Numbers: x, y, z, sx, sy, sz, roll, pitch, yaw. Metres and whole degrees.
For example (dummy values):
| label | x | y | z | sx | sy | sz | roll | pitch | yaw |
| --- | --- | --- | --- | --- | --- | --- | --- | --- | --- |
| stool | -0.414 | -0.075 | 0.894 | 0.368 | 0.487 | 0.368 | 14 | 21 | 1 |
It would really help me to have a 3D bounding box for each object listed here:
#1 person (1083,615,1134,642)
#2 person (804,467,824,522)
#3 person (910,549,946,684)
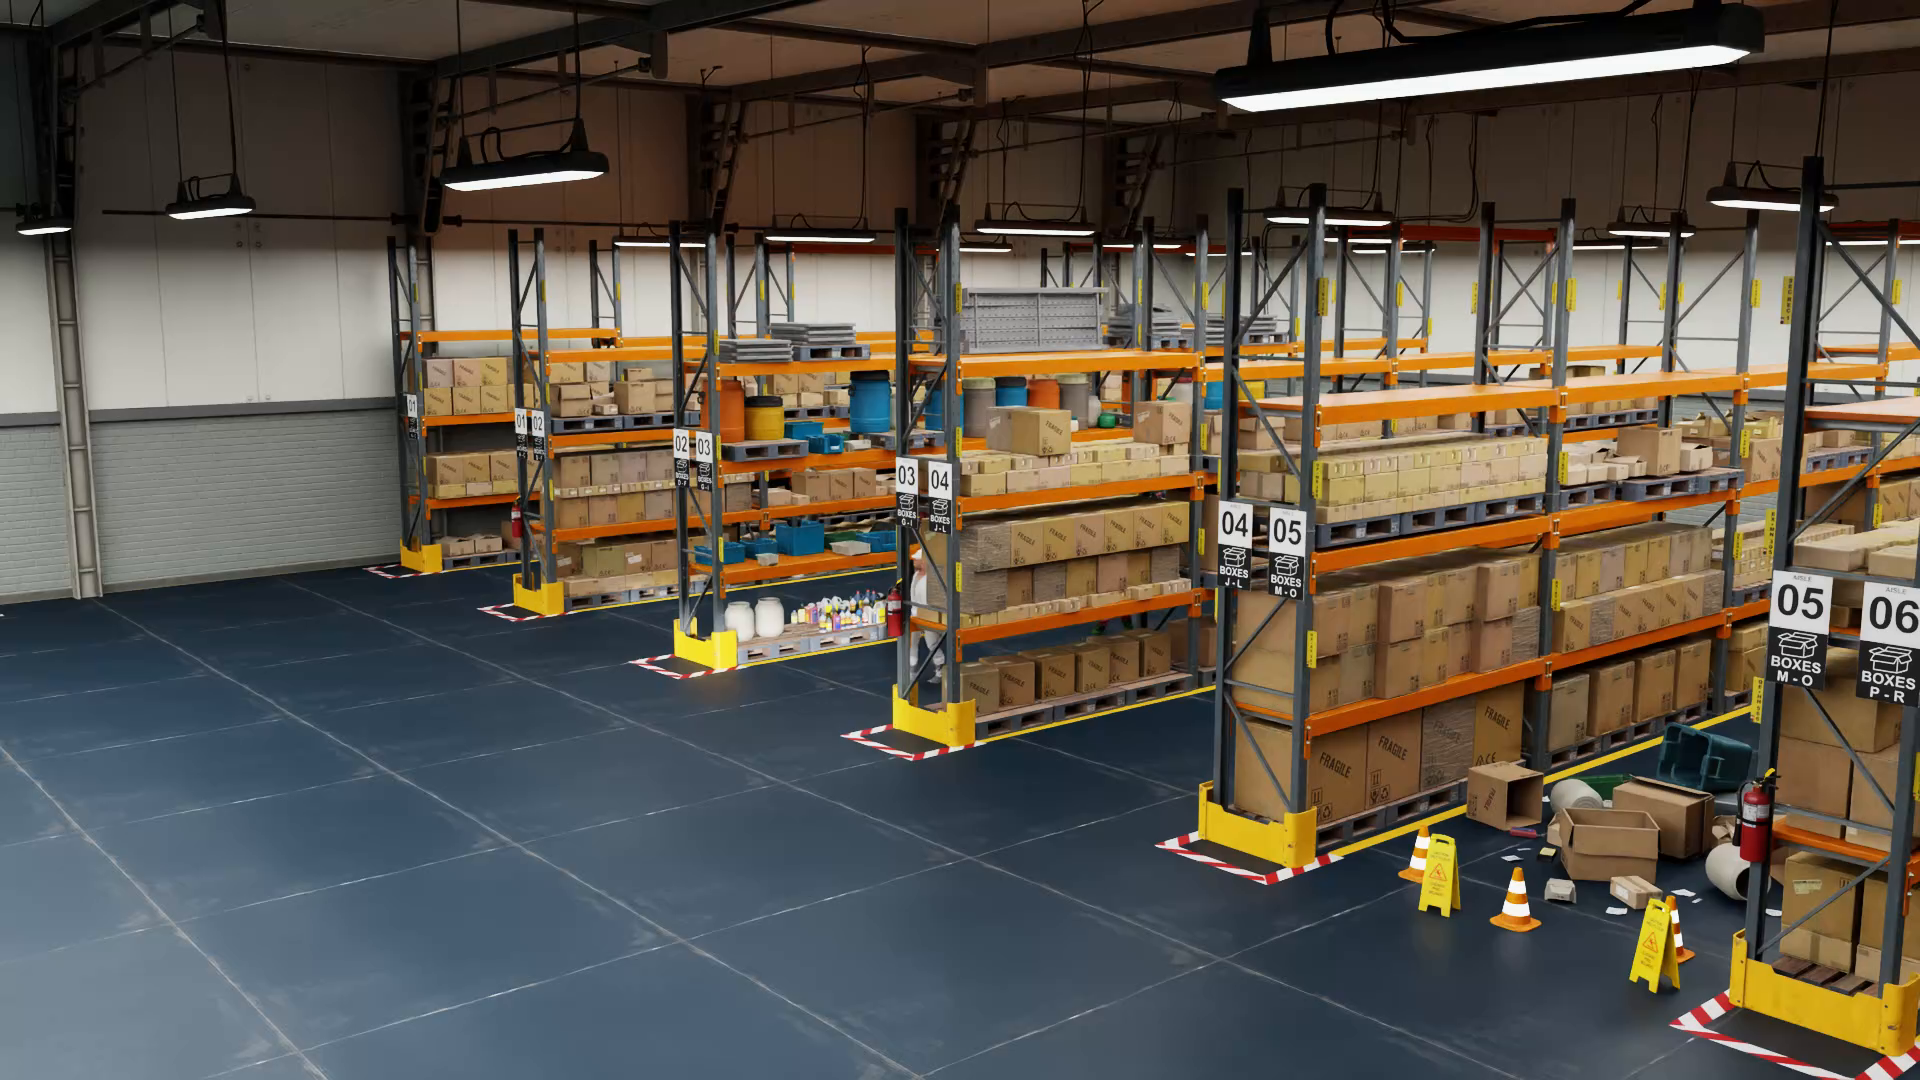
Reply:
| label | x | y | z | sx | sy | sz | roll | pitch | yaw |
| --- | --- | --- | --- | --- | --- | --- | --- | --- | --- |
| person | 2.136 | 0.584 | 24.101 | 0.978 | 1.731 | 0.629 | -4 | 10 | -24 |
| person | -2.974 | -0.647 | 32.432 | 0.979 | 1.626 | 0.458 | -6 | 11 | -34 |
| person | -0.504 | 1.026 | 21.385 | 0.746 | 1.829 | 0.551 | -7 | 11 | -39 |
